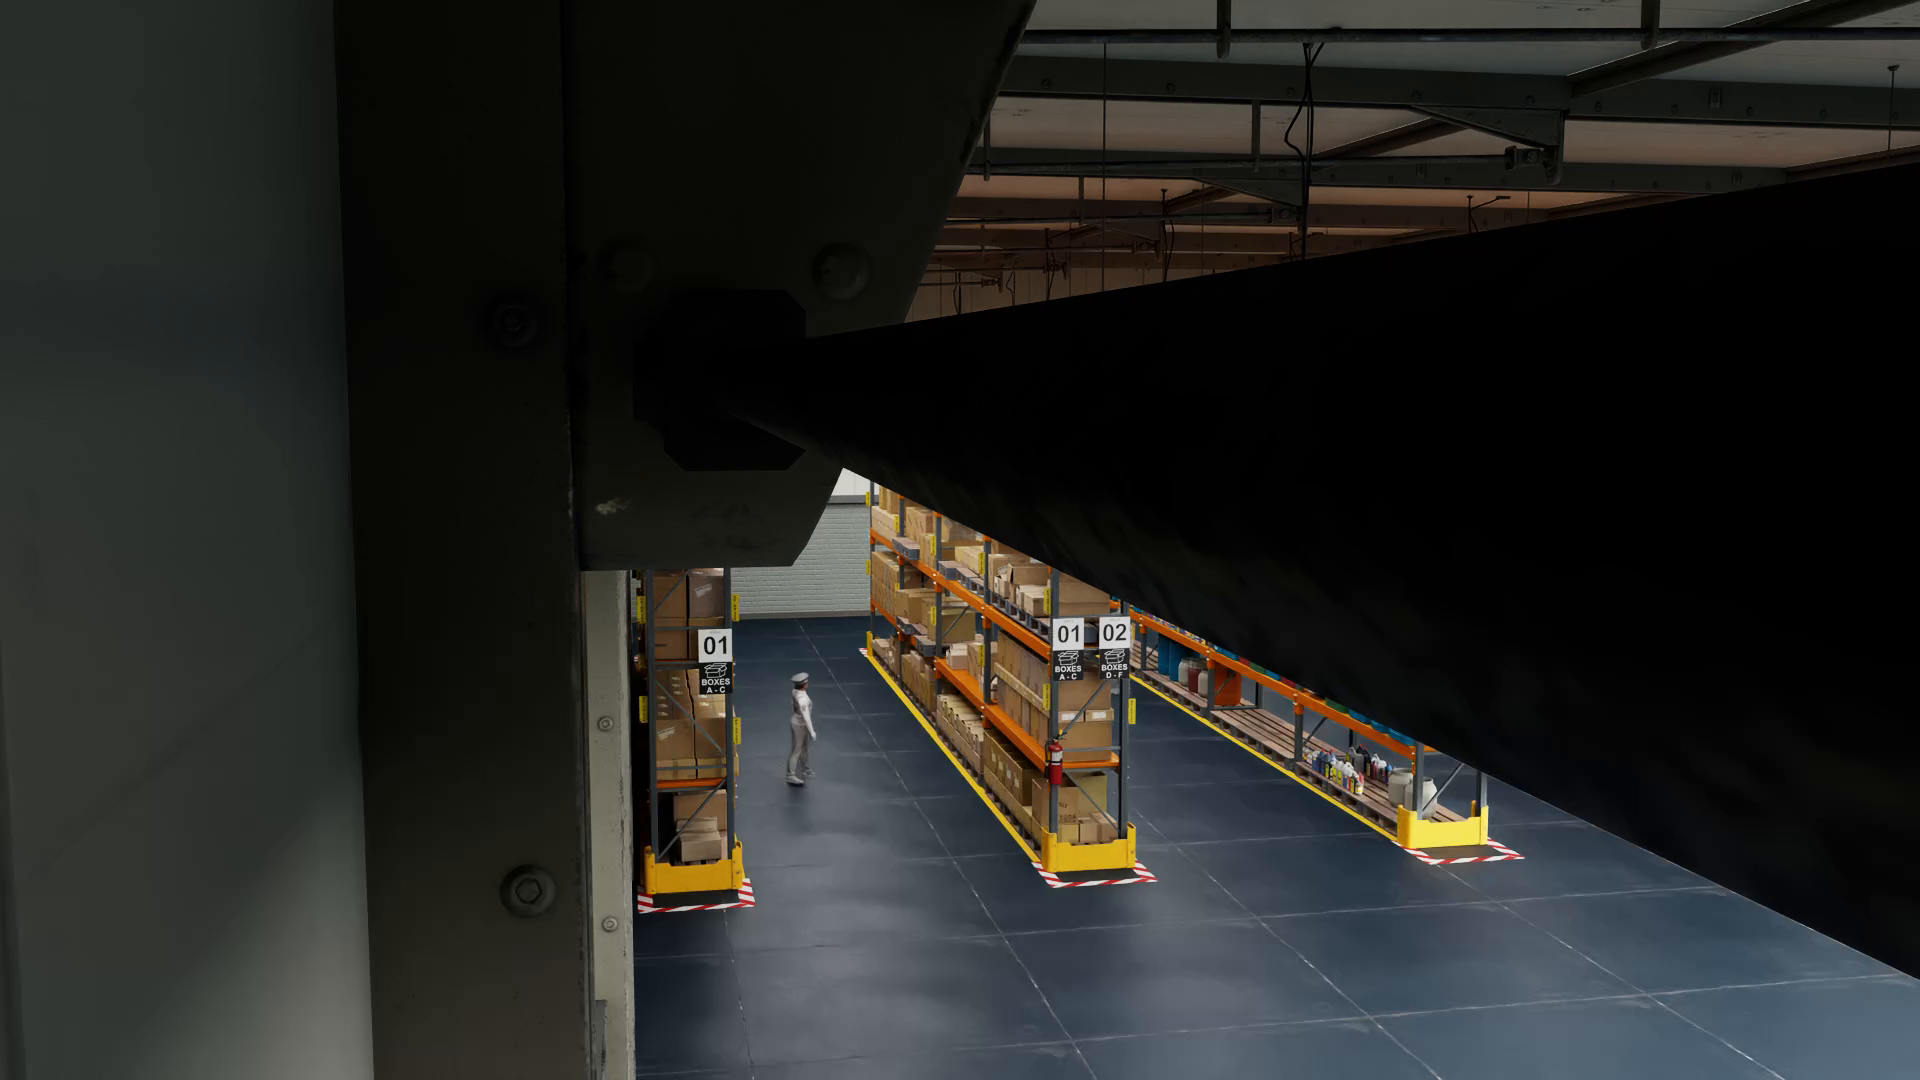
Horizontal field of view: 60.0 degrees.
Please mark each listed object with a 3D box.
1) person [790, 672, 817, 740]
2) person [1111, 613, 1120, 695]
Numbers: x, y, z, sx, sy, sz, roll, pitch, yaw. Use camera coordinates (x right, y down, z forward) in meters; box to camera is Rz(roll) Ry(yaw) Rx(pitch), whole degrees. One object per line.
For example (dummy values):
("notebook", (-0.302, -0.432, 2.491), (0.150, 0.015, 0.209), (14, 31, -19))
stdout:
("person", (7.801, 1.556, 34.539), (22.730, 1.019, 16.577), (-1, 6, -6))
("person", (3.060, 2.165, 32.131), (0.318, 1.635, 0.520), (-2, 6, -19))
